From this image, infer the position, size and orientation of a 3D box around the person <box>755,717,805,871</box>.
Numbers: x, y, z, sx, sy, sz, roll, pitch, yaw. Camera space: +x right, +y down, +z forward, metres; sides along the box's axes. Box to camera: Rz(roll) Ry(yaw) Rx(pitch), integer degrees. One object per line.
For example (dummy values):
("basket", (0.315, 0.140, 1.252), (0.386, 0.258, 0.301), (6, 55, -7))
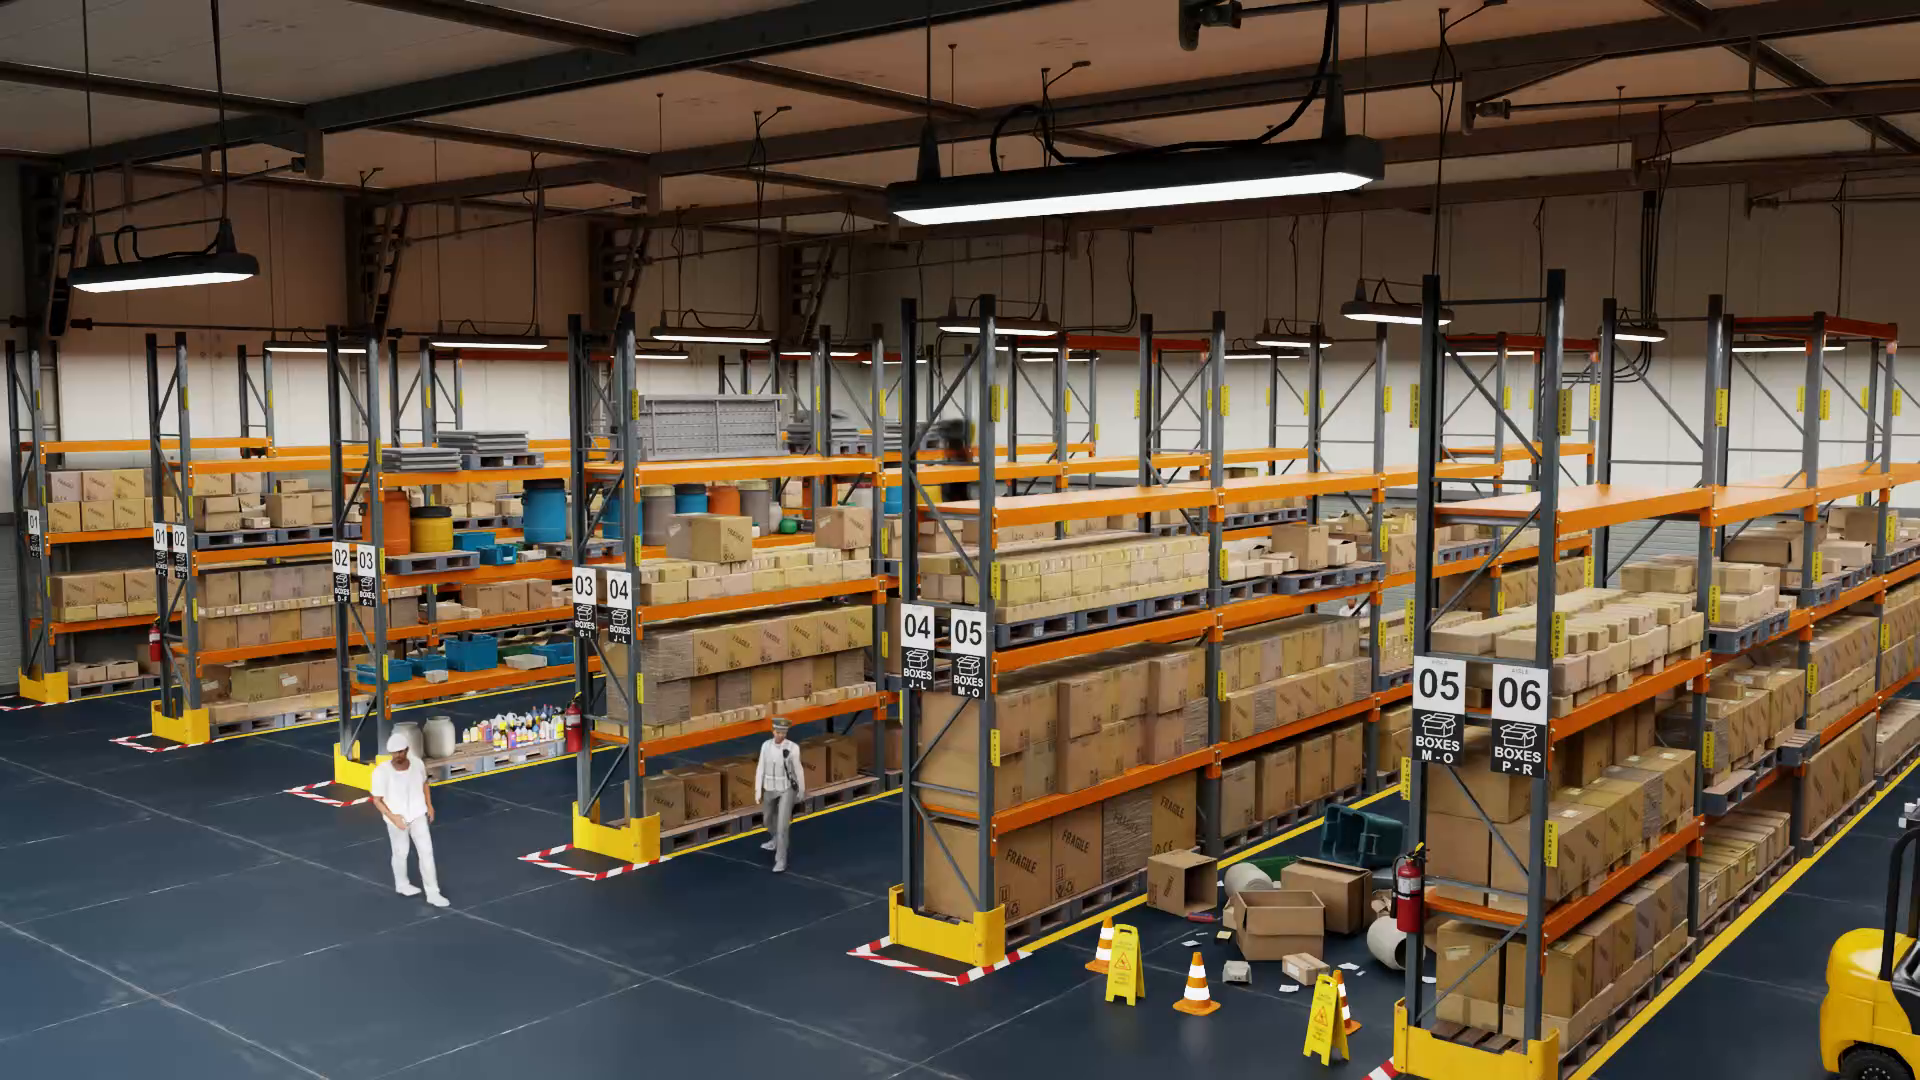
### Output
("person", (-2.009, 2.711, 18.129), (0.651, 1.626, 0.794), (2, 6, 21))

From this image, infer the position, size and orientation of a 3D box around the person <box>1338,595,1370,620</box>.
("person", (6.874, 1.746, 29.035), (0.596, 1.689, 0.884), (3, 6, 30))

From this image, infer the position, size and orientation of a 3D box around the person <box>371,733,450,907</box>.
("person", (-5.522, 2.771, 16.600), (0.663, 1.720, 0.878), (-4, 6, -35))

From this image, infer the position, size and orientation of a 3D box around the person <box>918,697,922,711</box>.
("person", (-0.441, 2.040, 25.284), (0.639, 1.747, 0.724), (3, 6, 32))
